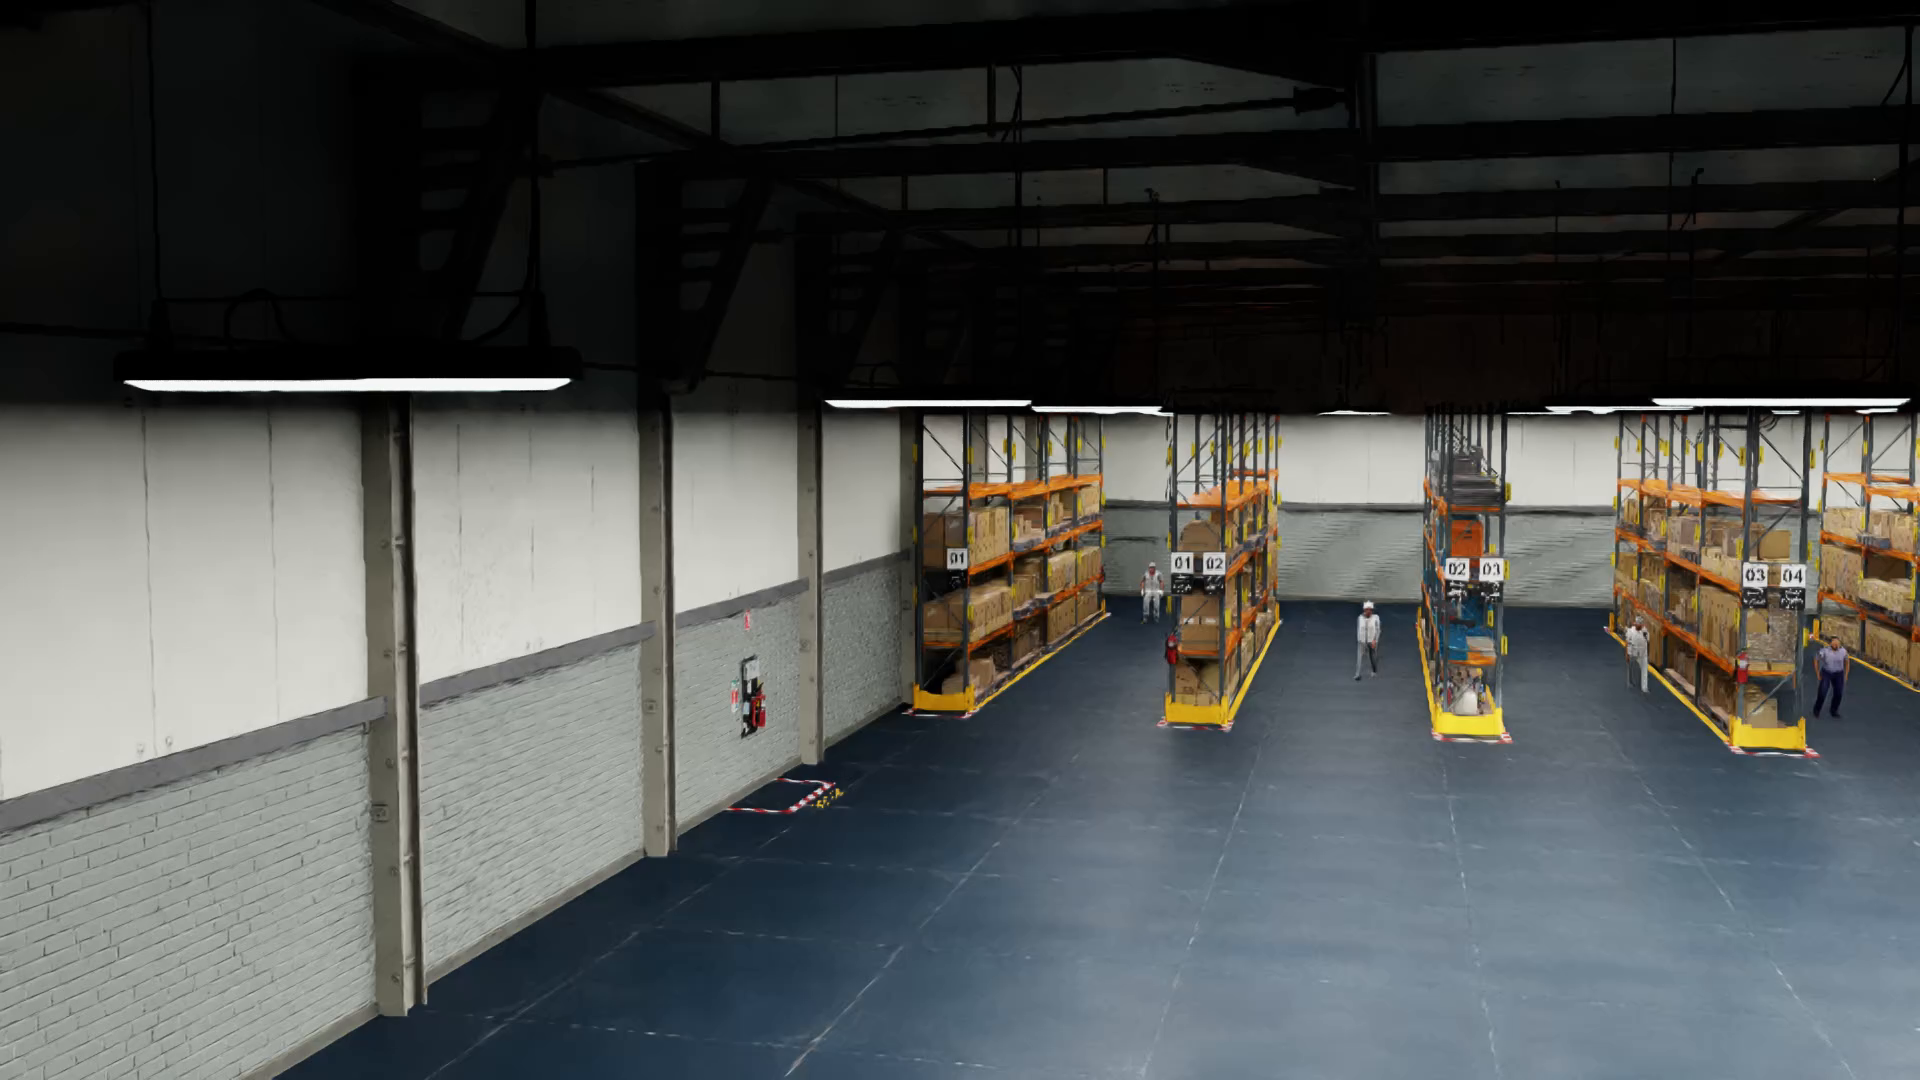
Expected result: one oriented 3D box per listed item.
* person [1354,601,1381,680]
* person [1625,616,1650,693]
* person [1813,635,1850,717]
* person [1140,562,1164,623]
[{"bbox_3d":[8.905,2.180,36.260,0.538,1.715,1.032,2,5,23],"label":"person"},{"bbox_3d":[14.111,2.361,34.639,0.497,1.583,1.079,1,4,17],"label":"person"},{"bbox_3d":[16.615,2.599,31.724,0.625,1.580,0.510,1,4,12],"label":"person"},{"bbox_3d":[5.321,1.460,46.083,0.677,1.741,0.552,1,4,12],"label":"person"}]
